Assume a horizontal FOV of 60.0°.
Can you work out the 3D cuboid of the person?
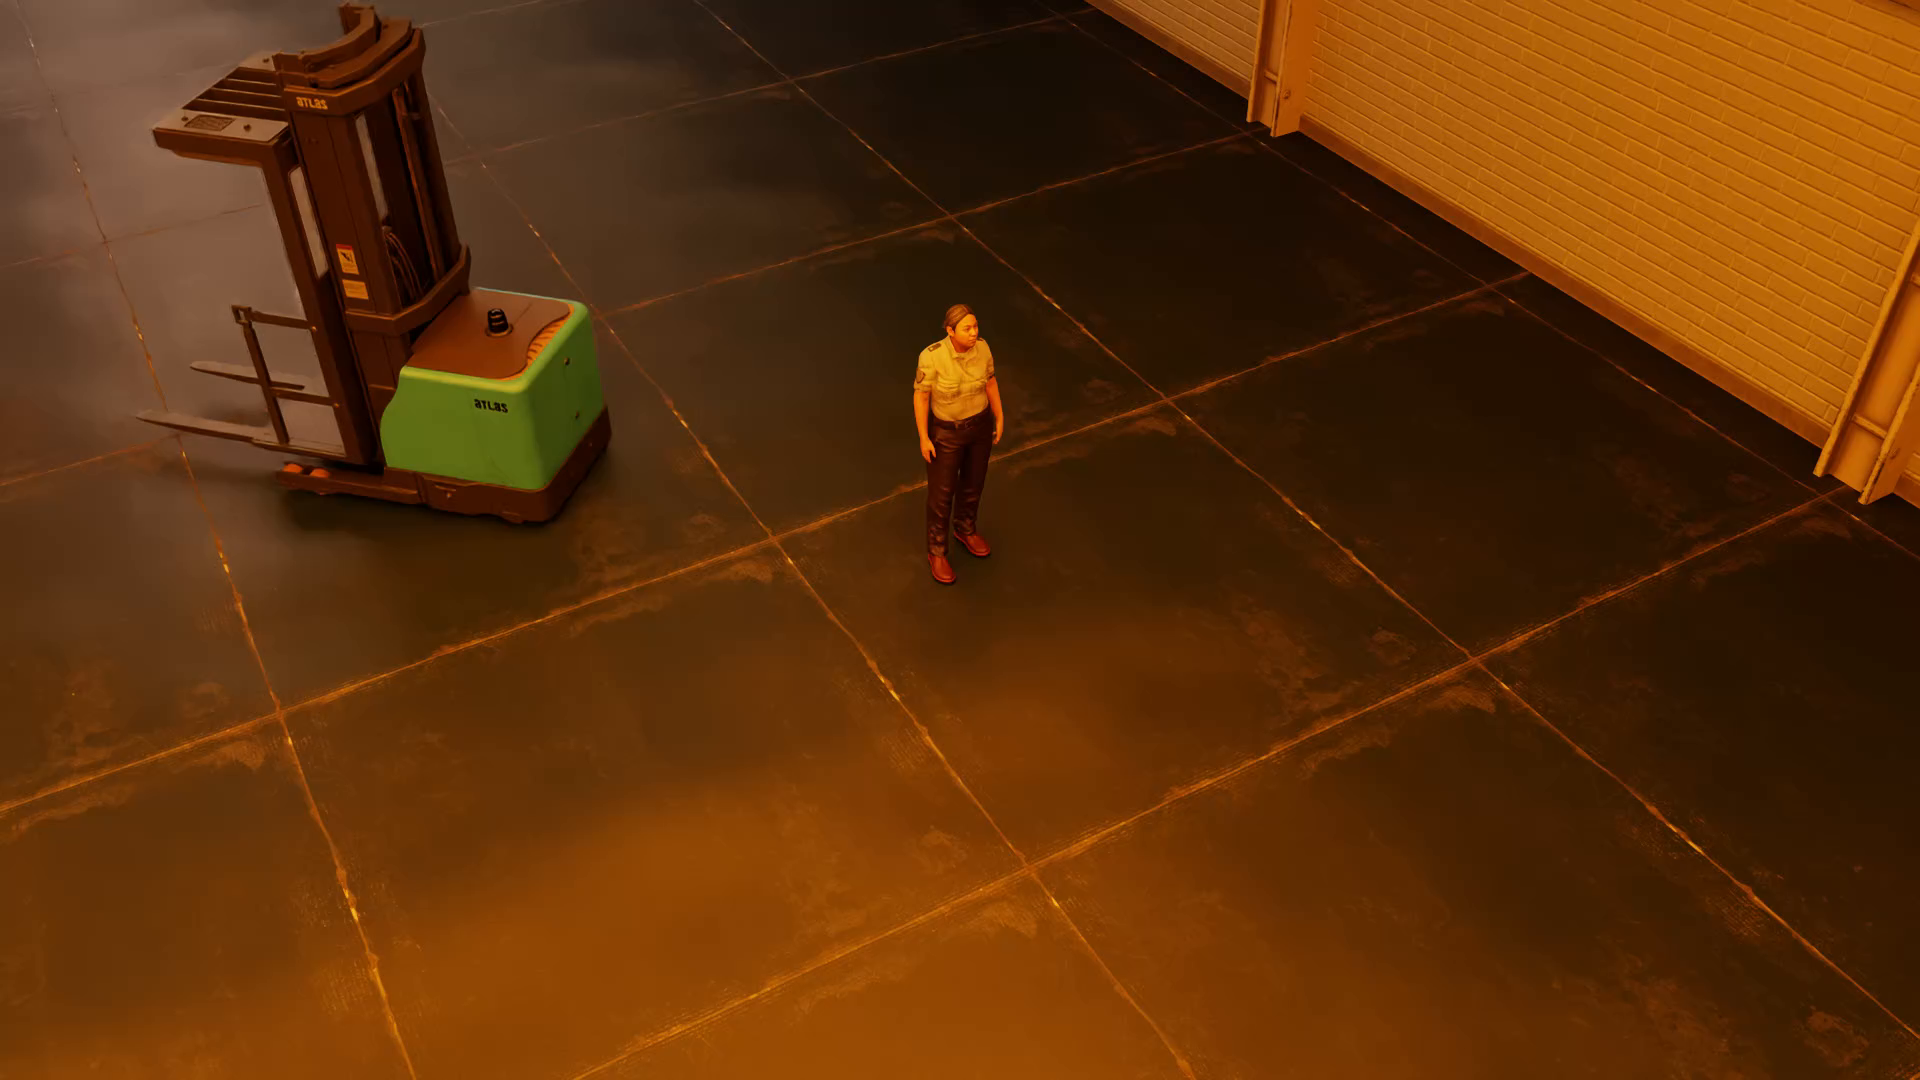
[{"bbox_3d":[0.025,-0.584,9.732,0.598,1.651,0.503,-20,44,-23],"label":"person"}]

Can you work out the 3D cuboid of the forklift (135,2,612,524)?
[{"bbox_3d":[-3.893,-1.736,10.129,3.031,2.935,1.130,9,41,11],"label":"forklift"}]
